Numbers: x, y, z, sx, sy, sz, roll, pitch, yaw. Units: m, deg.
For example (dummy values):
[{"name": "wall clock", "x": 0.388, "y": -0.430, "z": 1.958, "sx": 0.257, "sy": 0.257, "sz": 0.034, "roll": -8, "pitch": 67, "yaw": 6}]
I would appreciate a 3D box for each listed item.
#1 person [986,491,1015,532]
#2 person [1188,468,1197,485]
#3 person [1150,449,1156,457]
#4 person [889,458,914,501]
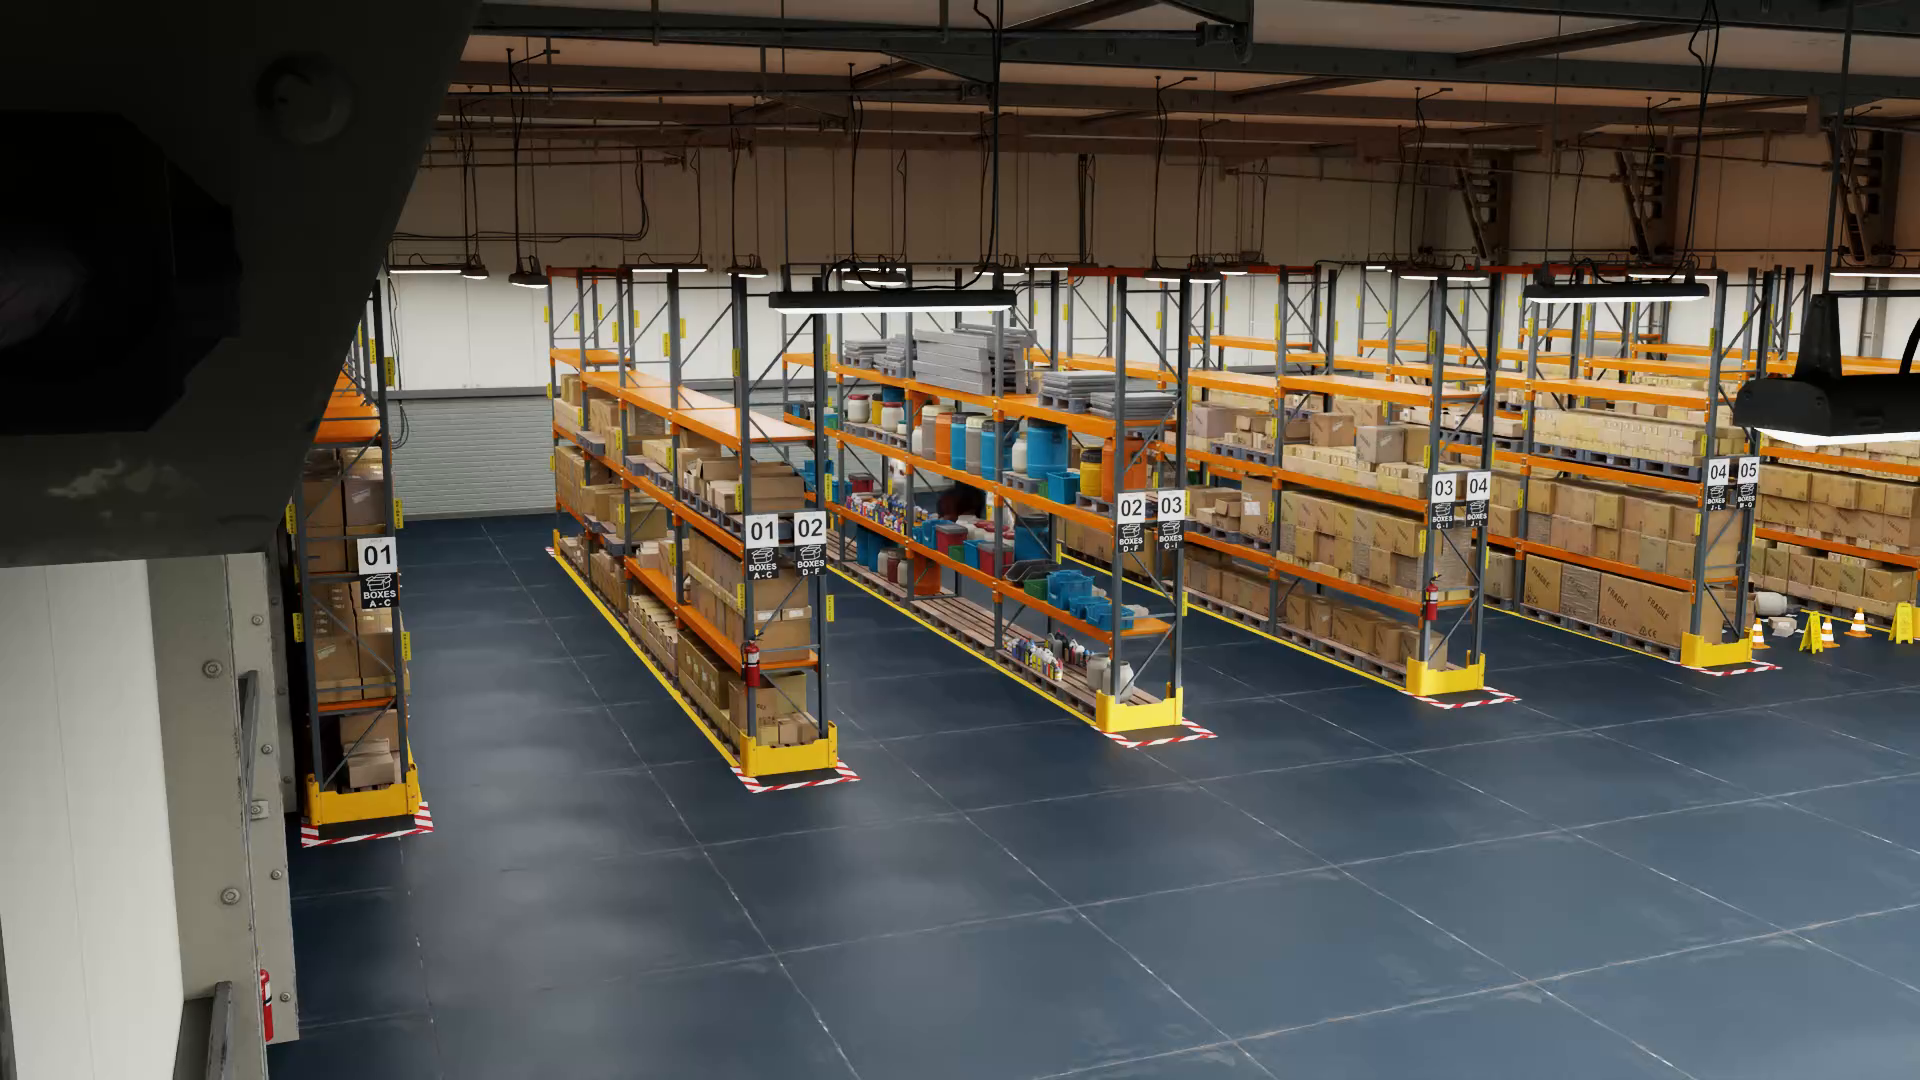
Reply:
[{"name": "person", "x": 0.839, "y": -0.422, "z": 32.503, "sx": 0.674, "sy": 1.836, "sz": 0.752, "roll": -5, "pitch": 11, "yaw": -28}, {"name": "person", "x": 5.722, "y": -1.746, "z": 41.439, "sx": 0.905, "sy": 1.775, "sz": 0.693, "roll": 0, "pitch": 10, "yaw": 3}, {"name": "person", "x": 4.425, "y": -1.287, "z": 39.207, "sx": 0.739, "sy": 1.748, "sz": 0.683, "roll": -2, "pitch": 10, "yaw": -13}, {"name": "person", "x": -1.380, "y": -1.396, "z": 39.627, "sx": 0.558, "sy": 1.729, "sz": 0.757, "roll": -2, "pitch": 10, "yaw": -12}]
